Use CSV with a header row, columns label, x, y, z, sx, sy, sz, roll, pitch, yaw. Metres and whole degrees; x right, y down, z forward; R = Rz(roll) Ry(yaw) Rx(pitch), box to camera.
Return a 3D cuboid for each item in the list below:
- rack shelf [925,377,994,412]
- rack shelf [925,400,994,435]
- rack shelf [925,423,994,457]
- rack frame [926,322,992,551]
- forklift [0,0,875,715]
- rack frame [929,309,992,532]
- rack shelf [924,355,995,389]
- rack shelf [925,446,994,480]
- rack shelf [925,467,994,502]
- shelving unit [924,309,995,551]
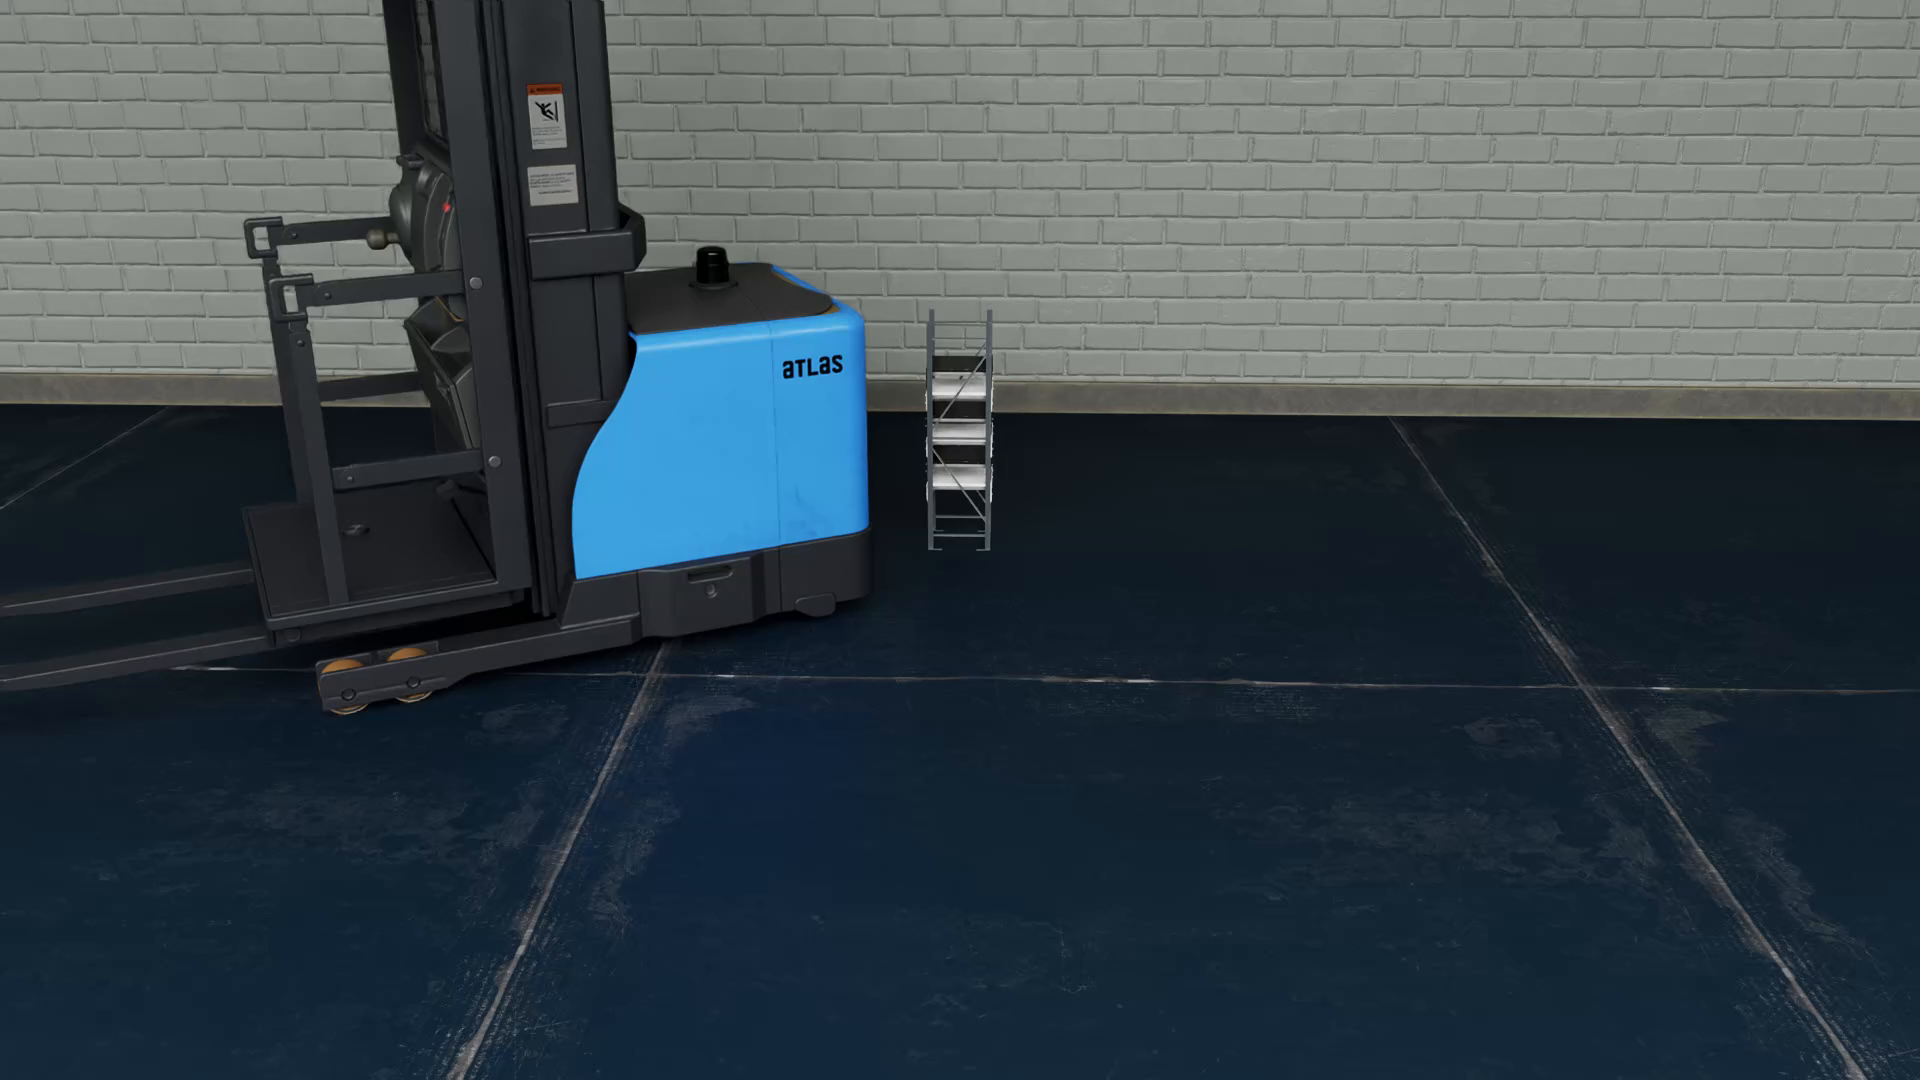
label,x,y,z,sx,sy,sz,roll,pitch,yaw
rack shelf,0.000,-0.553,6.306,0.258,0.077,0.200,1,21,2
rack shelf,0.000,-0.469,6.338,0.258,0.077,0.200,1,21,2
rack shelf,0.000,-0.386,6.371,0.258,0.077,0.200,1,21,2
rack frame,-0.003,-0.380,6.264,0.240,0.900,0.006,1,21,2
forklift,-1.860,-1.045,5.170,3.031,2.935,1.130,-10,23,-24
rack frame,0.003,-0.453,6.453,0.240,0.900,0.006,1,21,2
rack shelf,0.000,-0.637,6.273,0.258,0.077,0.200,1,21,2
rack shelf,0.000,-0.302,6.403,0.258,0.077,0.200,1,21,2
rack shelf,0.000,-0.218,6.436,0.258,0.077,0.200,1,21,2
shelving unit,0.000,-0.417,6.359,0.258,0.900,0.210,1,21,2
